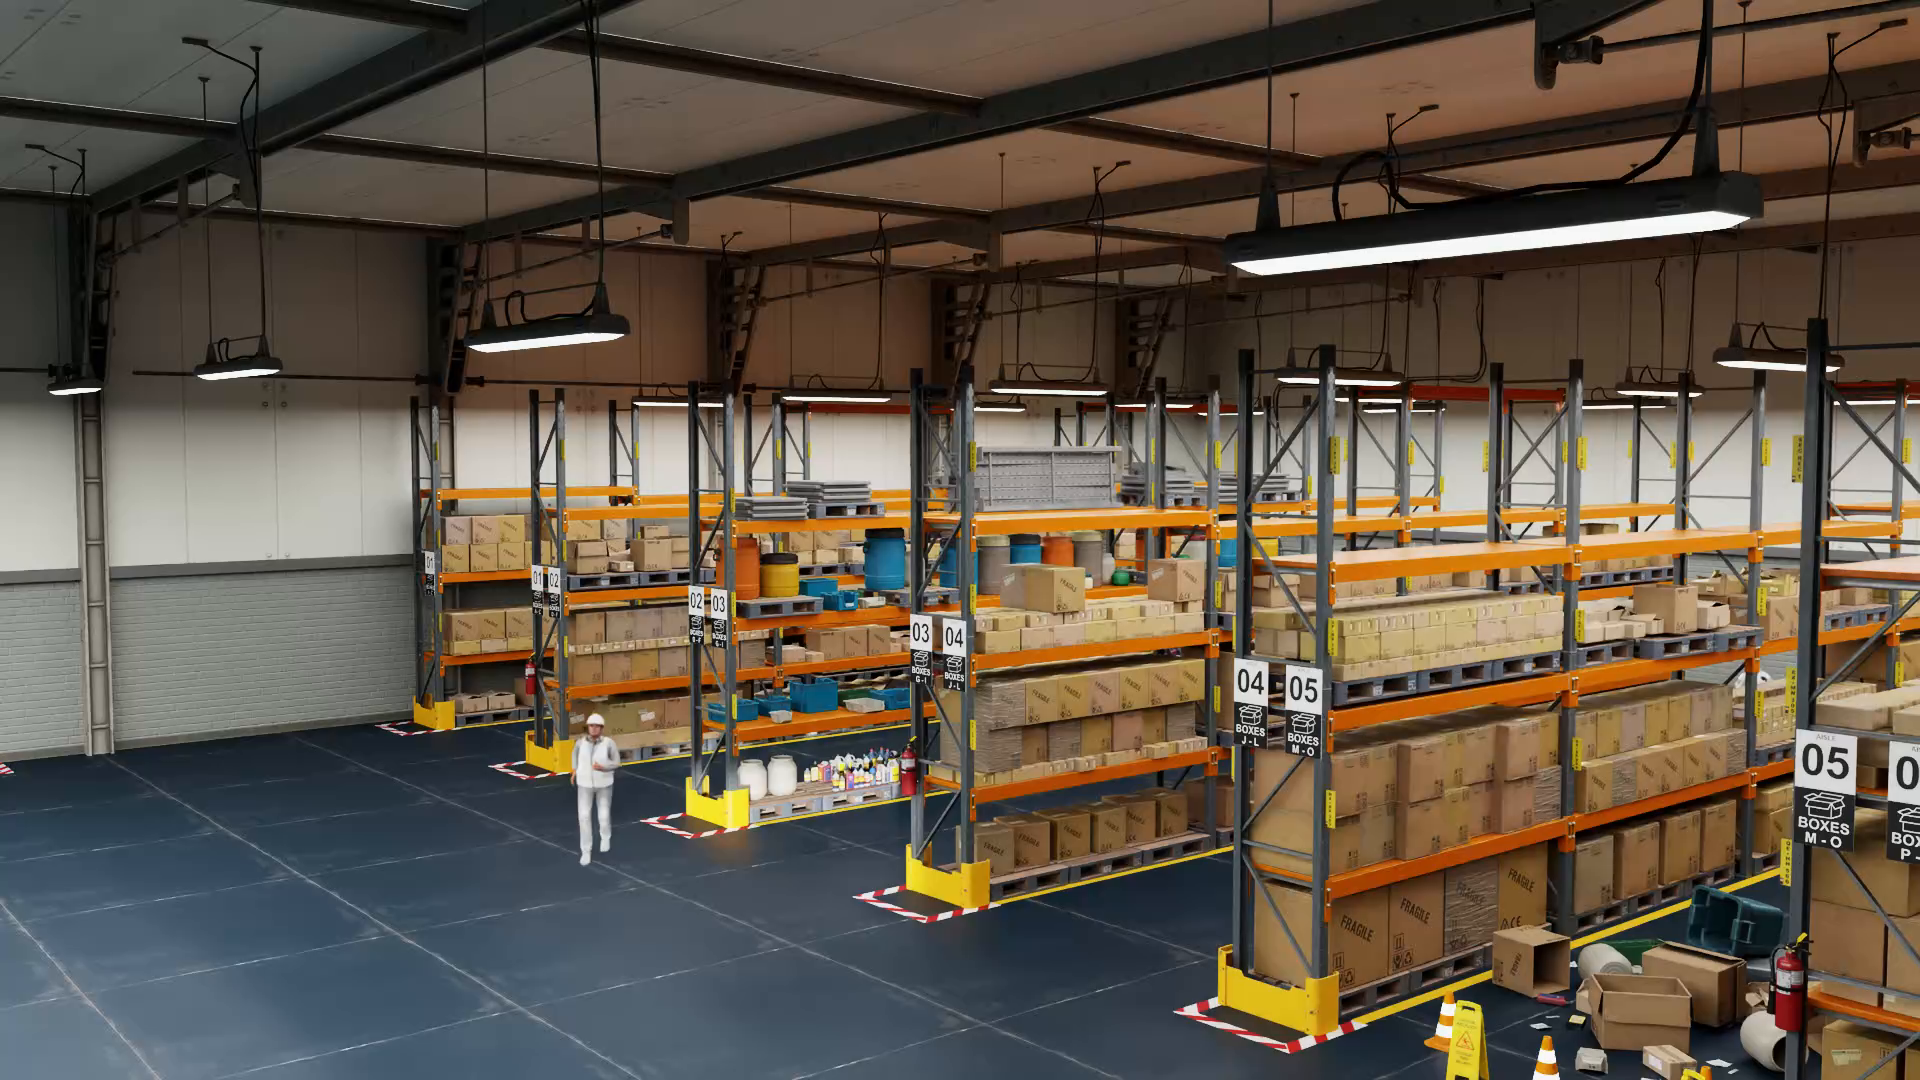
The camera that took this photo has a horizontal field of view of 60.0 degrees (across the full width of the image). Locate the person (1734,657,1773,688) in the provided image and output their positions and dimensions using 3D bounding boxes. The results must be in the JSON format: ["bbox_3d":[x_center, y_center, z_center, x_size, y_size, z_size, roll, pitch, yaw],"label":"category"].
[{"bbox_3d":[13.273,2.729,27.713,0.661,1.640,0.511,0,3,8],"label":"person"}]

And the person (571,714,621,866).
[{"bbox_3d":[-4.519,3.053,20.619,0.641,1.811,0.811,0,3,-4],"label":"person"}]
